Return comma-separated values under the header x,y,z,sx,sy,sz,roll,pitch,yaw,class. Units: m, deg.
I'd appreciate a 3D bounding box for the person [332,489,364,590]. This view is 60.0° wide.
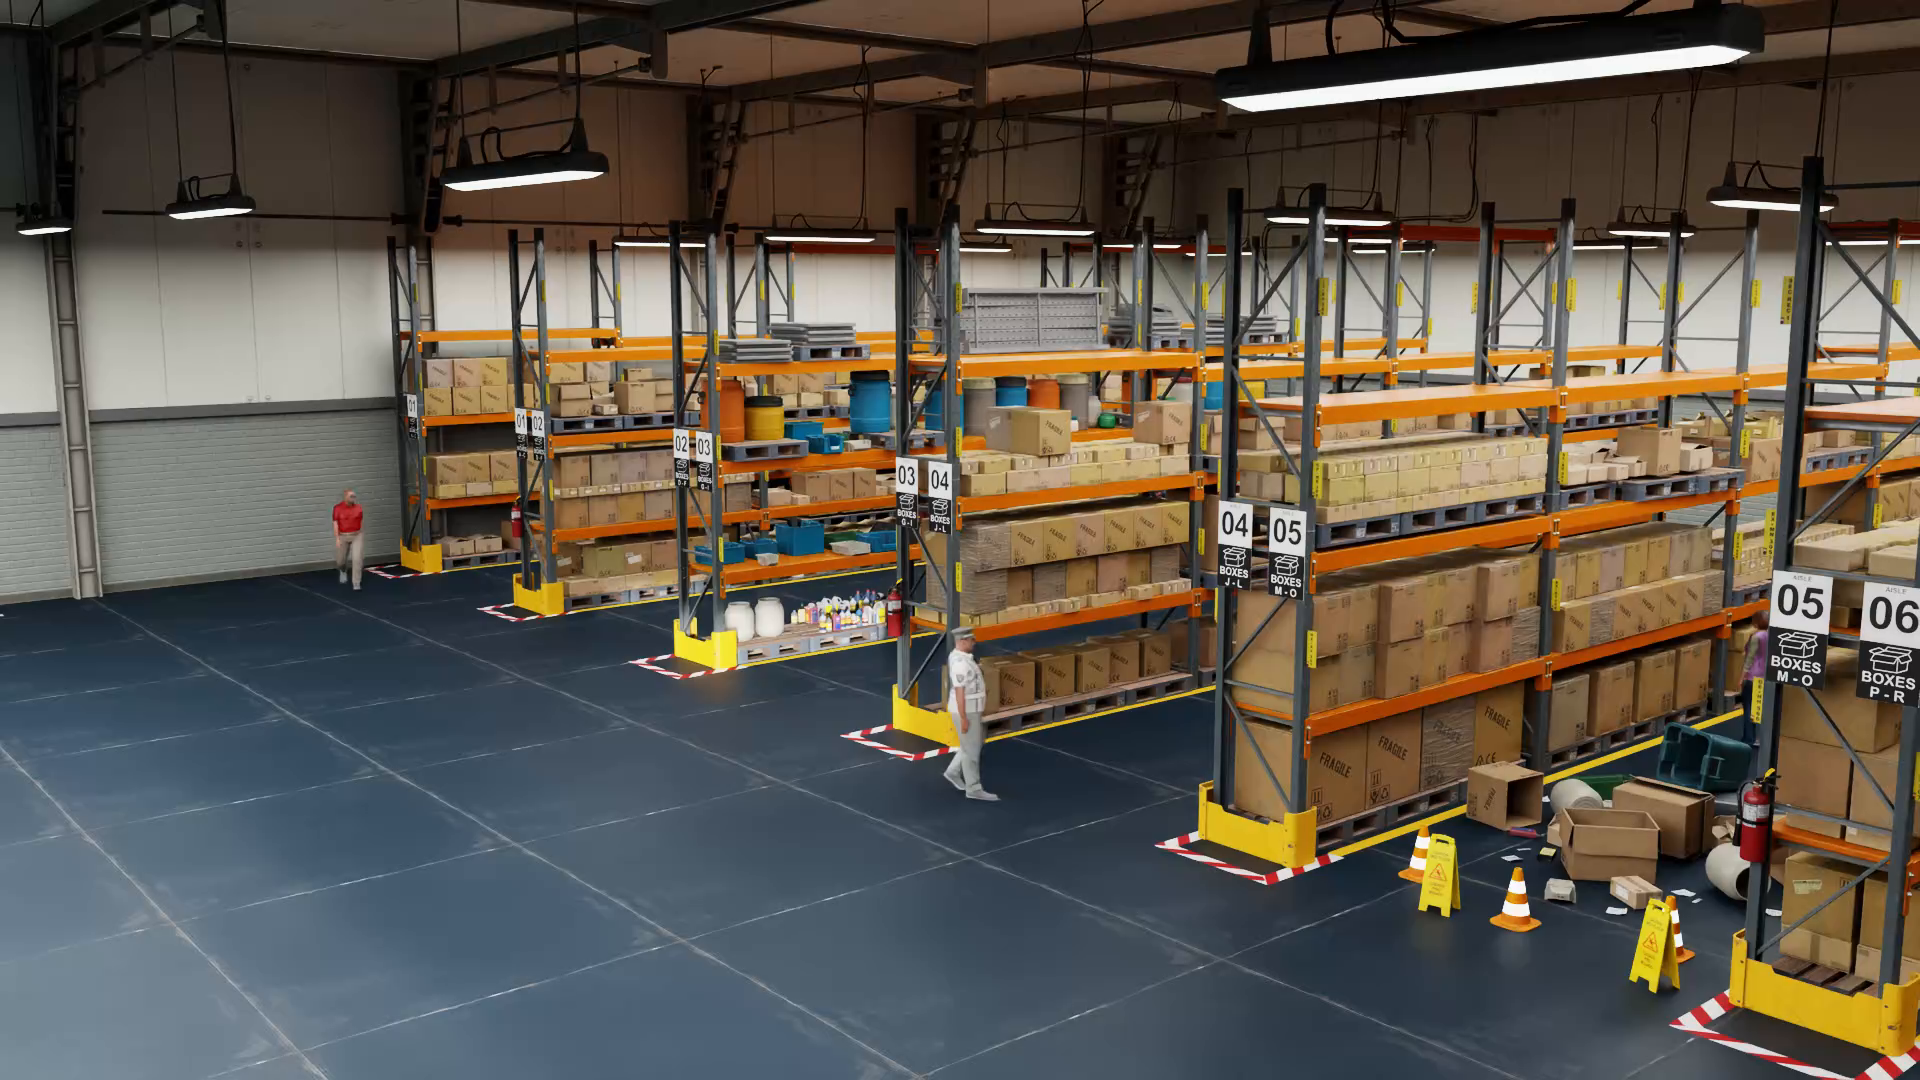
x,y,z,sx,sy,sz,roll,pitch,yaw,class
-10.403,-0.031,28.319,0.503,1.691,0.751,-3,9,-19,person

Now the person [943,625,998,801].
x,y,z,sx,sy,sz,roll,pitch,yaw,class
0.117,1.741,16.848,0.547,1.770,0.556,0,9,1,person

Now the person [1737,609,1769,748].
x,y,z,sx,sy,sz,roll,pitch,yaw,class
8.865,1.568,18.516,0.473,1.567,0.422,-1,9,-5,person
